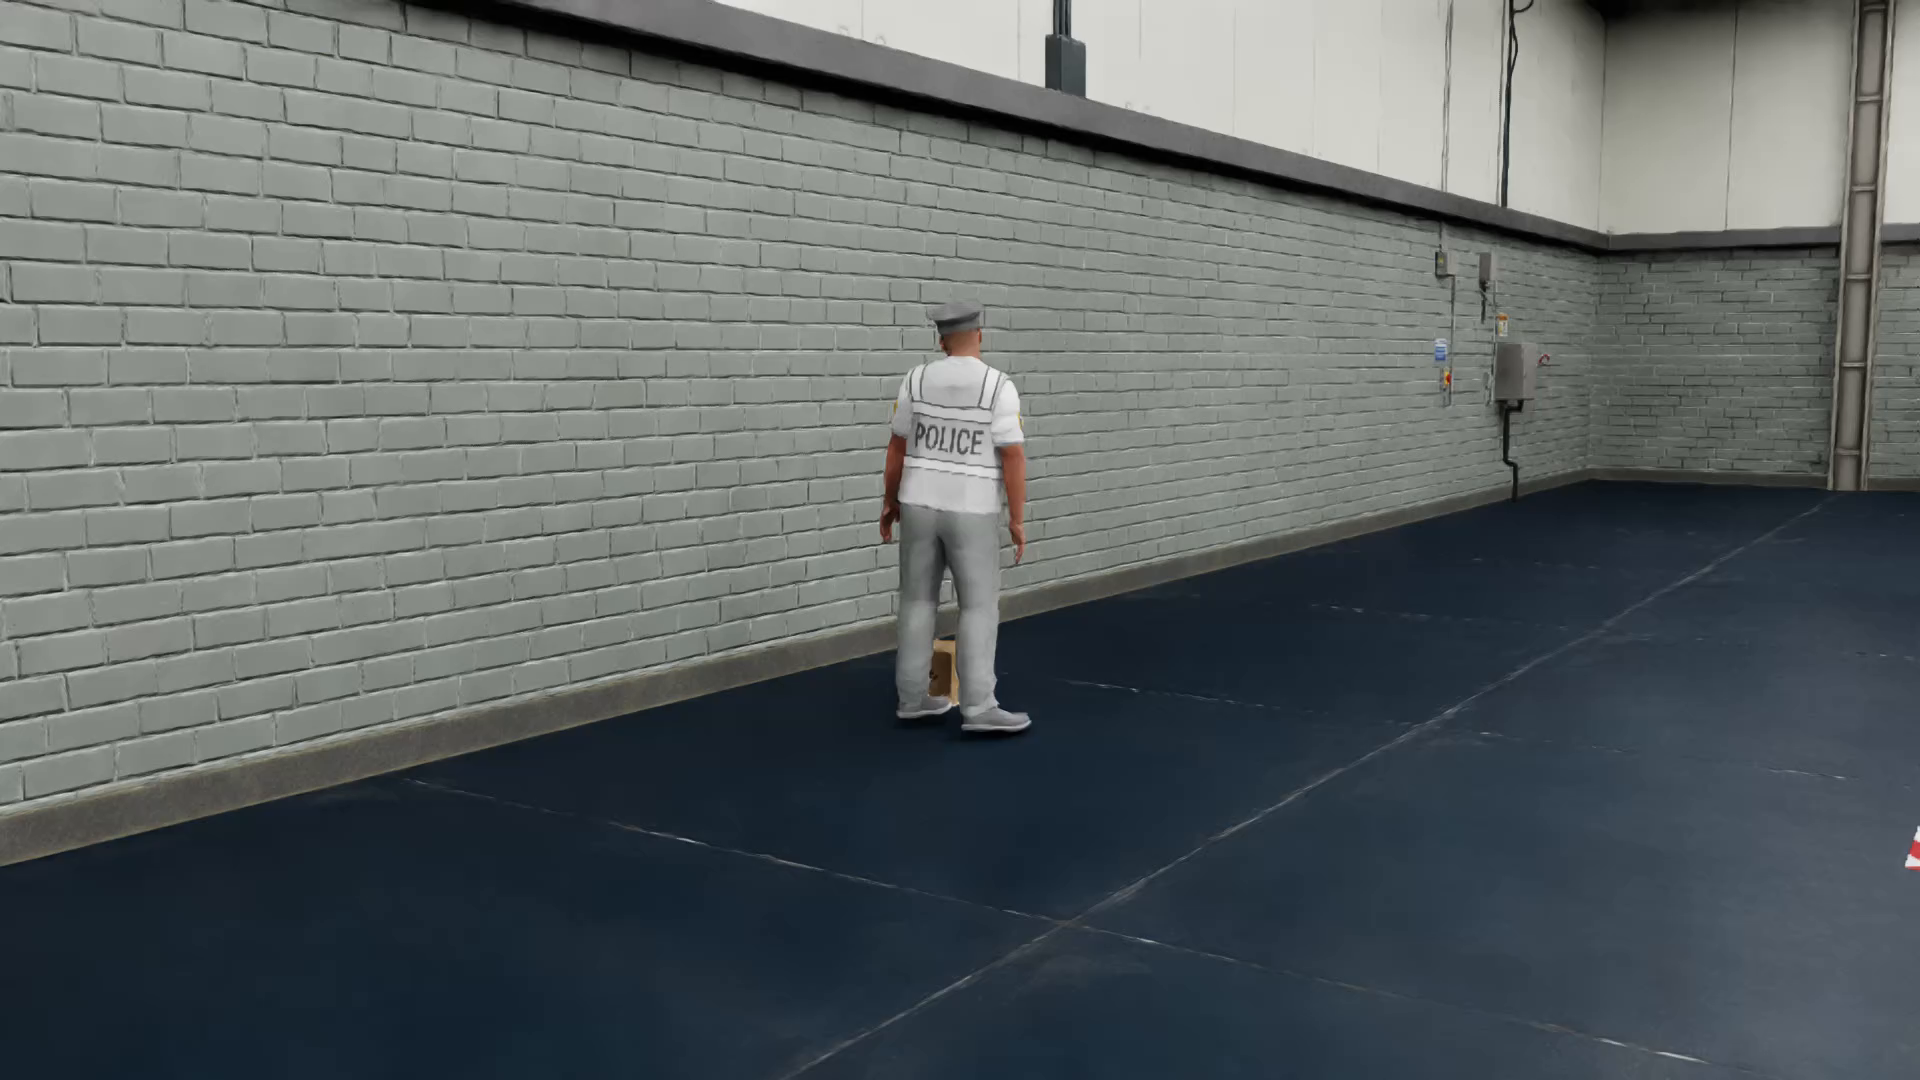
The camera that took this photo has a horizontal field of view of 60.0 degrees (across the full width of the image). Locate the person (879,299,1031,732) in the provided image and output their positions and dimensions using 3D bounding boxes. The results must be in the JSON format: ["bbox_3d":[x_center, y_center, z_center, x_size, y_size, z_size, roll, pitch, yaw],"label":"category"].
[{"bbox_3d":[-0.038,-0.103,6.884,0.664,1.778,0.430,2,7,19],"label":"person"}]
